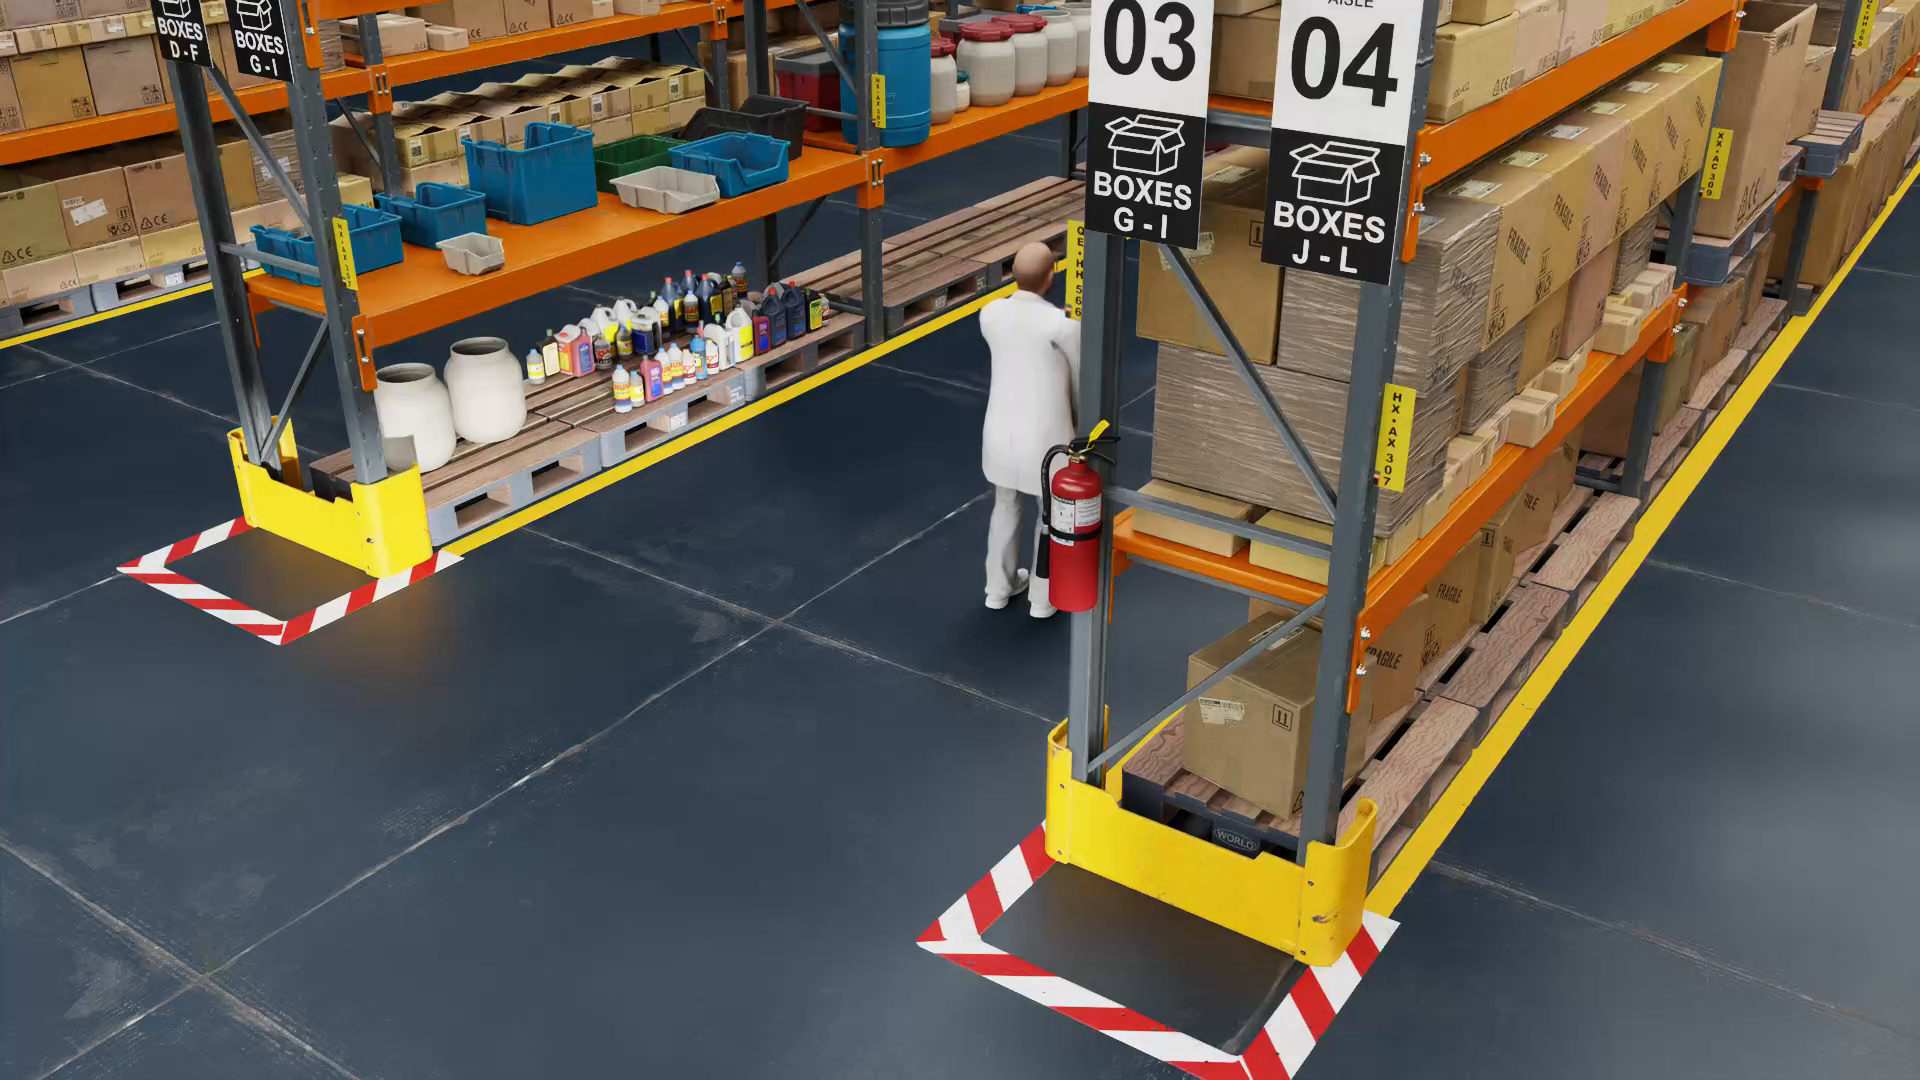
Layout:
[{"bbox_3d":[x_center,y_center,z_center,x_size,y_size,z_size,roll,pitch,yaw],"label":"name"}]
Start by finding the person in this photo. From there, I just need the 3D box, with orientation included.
[{"bbox_3d":[0.377,-0.521,7.679,0.524,1.780,0.569,17,31,30],"label":"person"}]
